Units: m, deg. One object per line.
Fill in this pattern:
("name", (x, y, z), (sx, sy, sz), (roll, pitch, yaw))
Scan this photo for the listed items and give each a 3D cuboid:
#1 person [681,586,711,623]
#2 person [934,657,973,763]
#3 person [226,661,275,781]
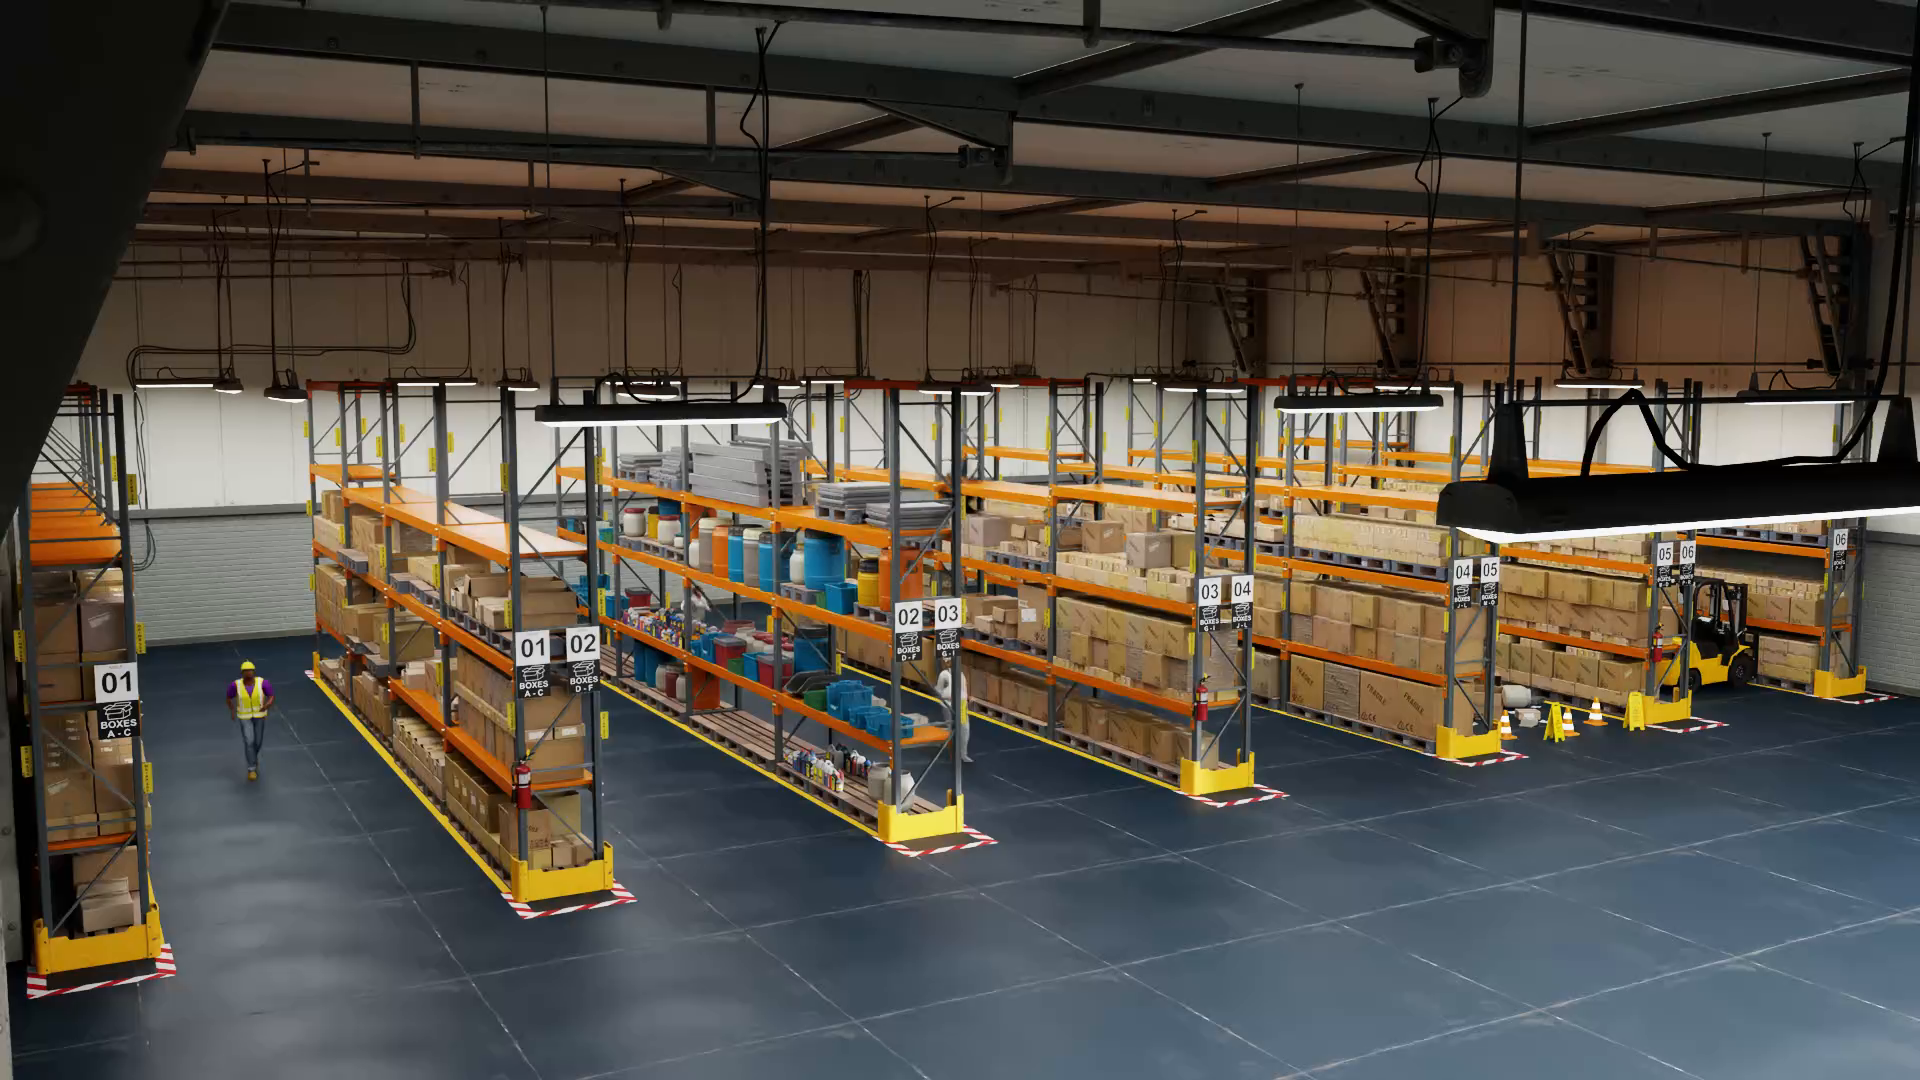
("person", (-5.597, 1.775, 35.422), (0.772, 1.619, 0.565), (6, 8, 44))
("person", (-0.094, 2.648, 26.601), (0.677, 1.746, 0.875), (-5, 8, -40))
("person", (-10.862, 2.725, 25.510), (0.686, 1.773, 0.886), (-3, 7, -29))
